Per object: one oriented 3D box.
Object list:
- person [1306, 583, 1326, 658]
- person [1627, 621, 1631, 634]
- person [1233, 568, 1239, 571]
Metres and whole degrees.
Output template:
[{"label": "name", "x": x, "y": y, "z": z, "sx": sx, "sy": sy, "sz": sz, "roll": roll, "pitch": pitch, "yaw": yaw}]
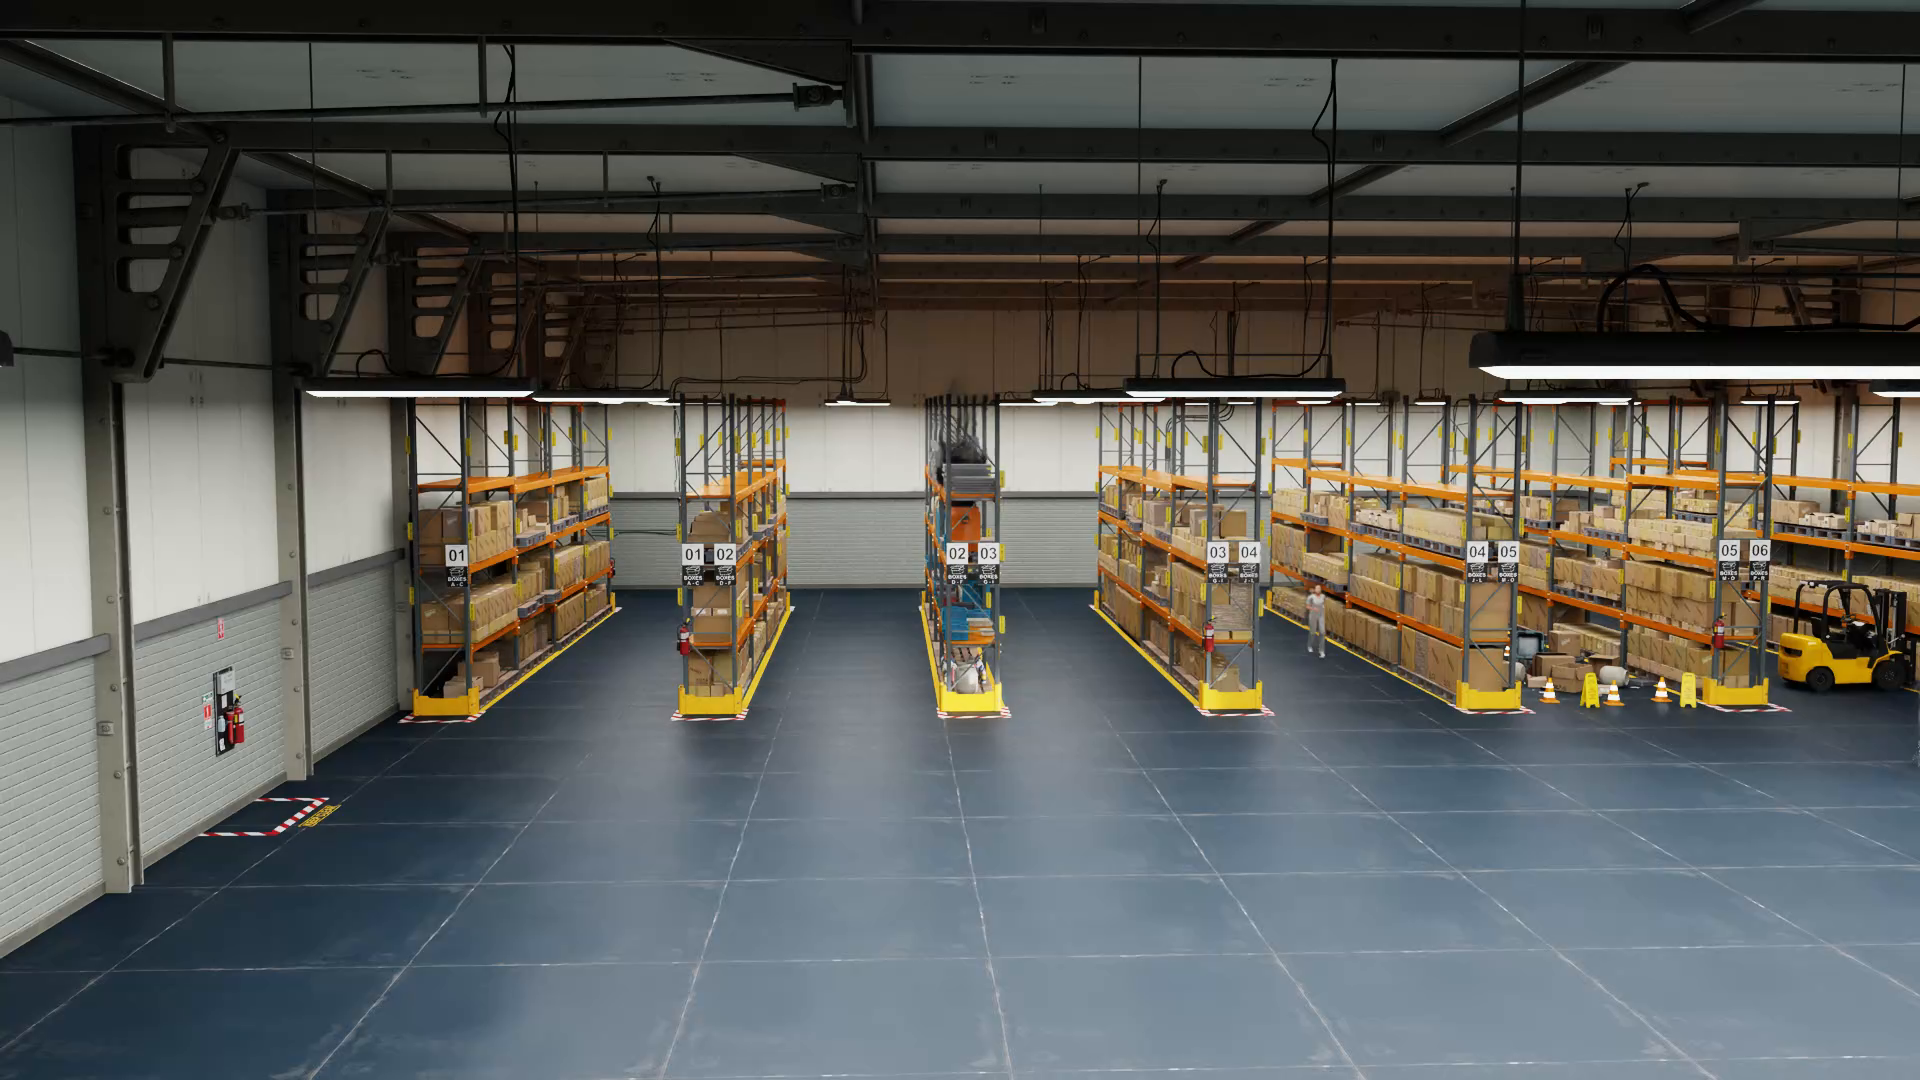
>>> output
[{"label": "person", "x": 8.247, "y": 1.837, "z": 38.544, "sx": 0.518, "sy": 1.696, "sz": 0.887, "roll": 0, "pitch": 5, "yaw": -1}, {"label": "person", "x": 16.348, "y": 1.682, "z": 40.800, "sx": 0.538, "sy": 1.656, "sz": 0.757, "roll": -1, "pitch": 5, "yaw": -11}, {"label": "person", "x": 8.040, "y": 1.044, "z": 48.133, "sx": 0.938, "sy": 1.734, "sz": 0.720, "roll": -4, "pitch": 6, "yaw": -42}]
